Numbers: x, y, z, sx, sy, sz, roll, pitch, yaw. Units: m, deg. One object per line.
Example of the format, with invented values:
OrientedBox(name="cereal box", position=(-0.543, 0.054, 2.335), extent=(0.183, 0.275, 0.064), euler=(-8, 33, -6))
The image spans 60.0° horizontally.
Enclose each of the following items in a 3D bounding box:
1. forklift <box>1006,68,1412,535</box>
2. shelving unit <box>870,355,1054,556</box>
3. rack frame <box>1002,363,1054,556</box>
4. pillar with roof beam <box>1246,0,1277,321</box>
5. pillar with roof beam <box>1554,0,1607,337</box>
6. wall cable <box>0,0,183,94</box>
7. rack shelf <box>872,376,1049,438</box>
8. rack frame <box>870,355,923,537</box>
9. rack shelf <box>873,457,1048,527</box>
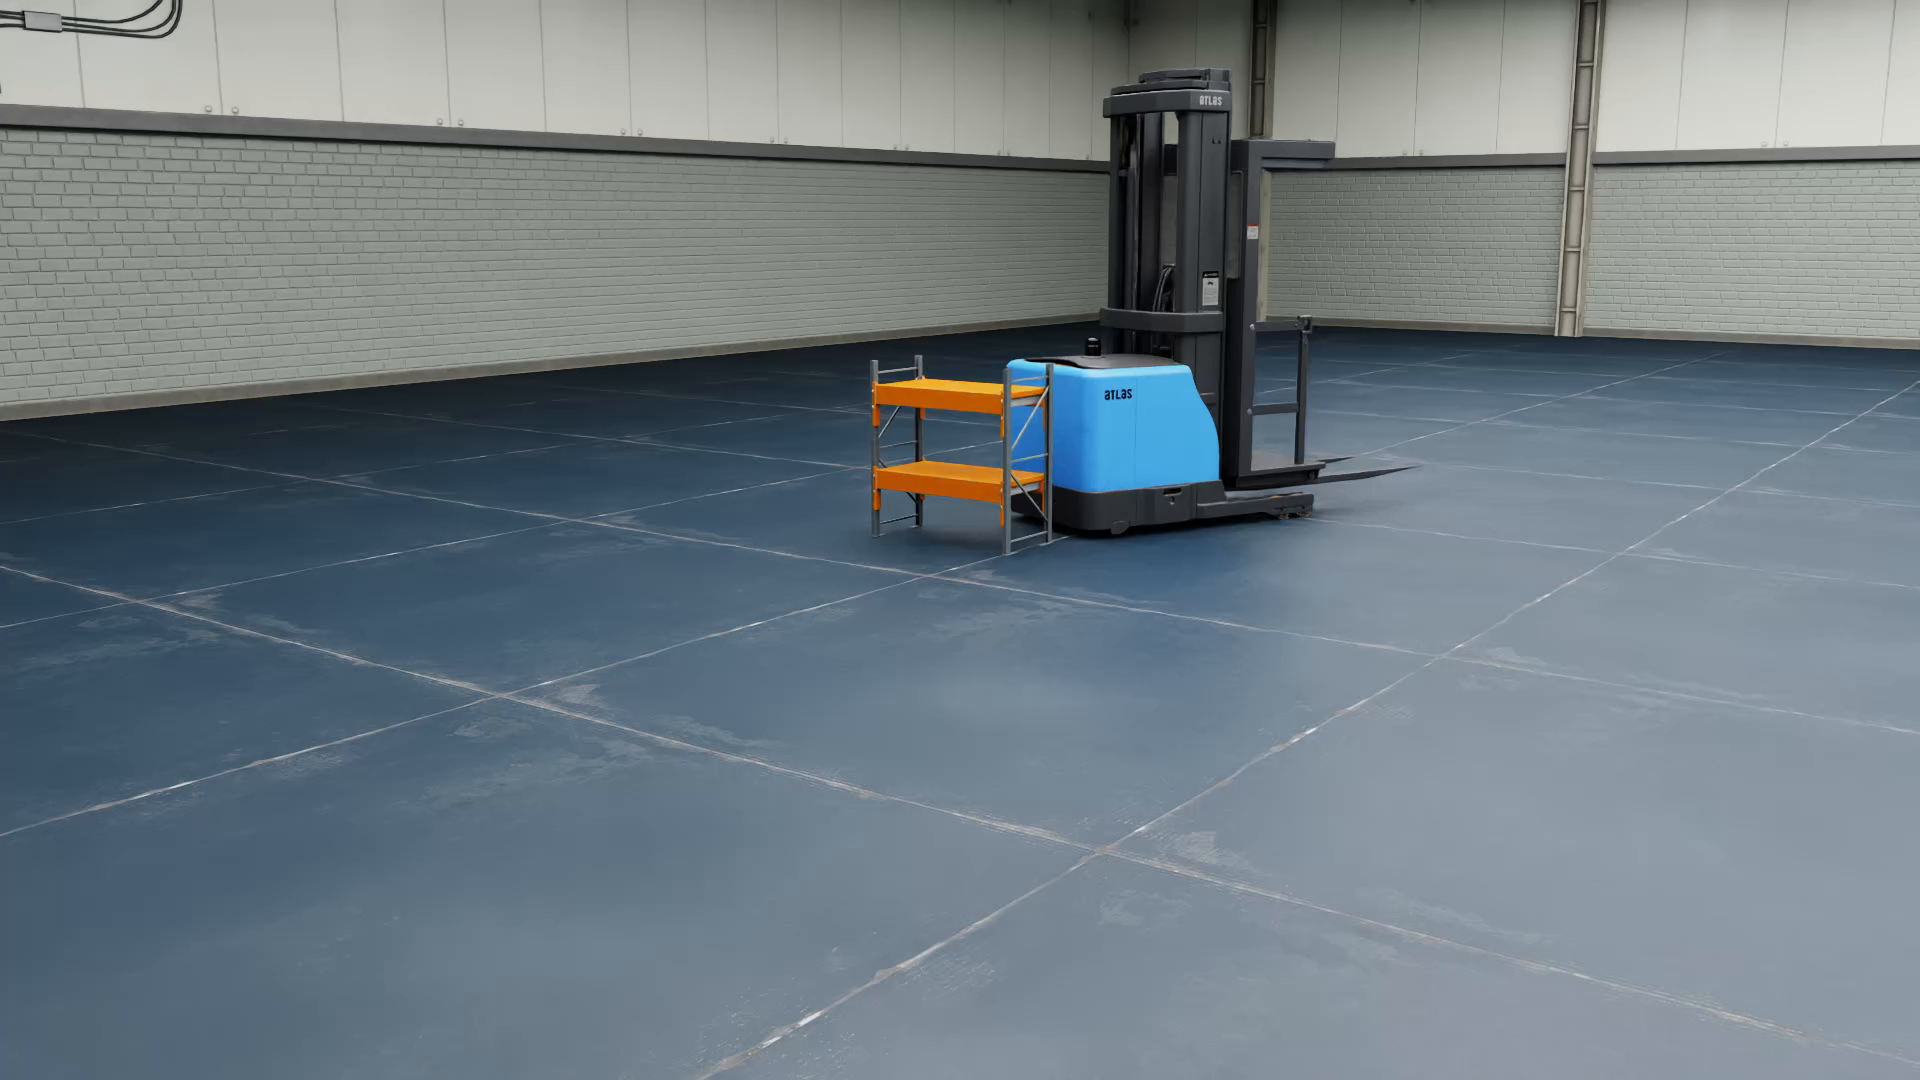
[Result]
OrientedBox(name="forklift", position=(1.821, -1.655, 11.368), extent=(3.031, 2.935, 1.130), euler=(-7, 13, -31))
OrientedBox(name="shelving unit", position=(0.005, -0.552, 10.419), extent=(1.048, 1.125, 0.538), euler=(8, 13, 36))
OrientedBox(name="rack frame", position=(0.415, -0.494, 10.124), extent=(0.032, 1.125, 0.500), euler=(8, 13, 36))
OrientedBox(name="pillar with roof beam", position=(3.142, -7.961, 27.990), extent=(0.548, 9.000, 9.100), euler=(8, 13, 36))
OrientedBox(name="pillar with roof beam", position=(7.978, -7.287, 24.503), extent=(0.400, 9.000, 9.100), euler=(8, 13, 36))
OrientedBox(name="wall cable", position=(-8.915, -7.453, 16.408), extent=(0.169, 6.003, 2.305), euler=(8, 13, 36))
OrientedBox(name="rack shelf", position=(0.005, -0.839, 10.363), extent=(1.000, 0.278, 0.538), euler=(8, 13, 36))
OrientedBox(name="rack frame", position=(-0.404, -0.609, 10.714), extent=(0.032, 1.125, 0.500), euler=(8, 13, 36))
OrientedBox(name="rack shelf", position=(0.005, -0.311, 10.465), extent=(1.000, 0.278, 0.538), euler=(8, 13, 36))
